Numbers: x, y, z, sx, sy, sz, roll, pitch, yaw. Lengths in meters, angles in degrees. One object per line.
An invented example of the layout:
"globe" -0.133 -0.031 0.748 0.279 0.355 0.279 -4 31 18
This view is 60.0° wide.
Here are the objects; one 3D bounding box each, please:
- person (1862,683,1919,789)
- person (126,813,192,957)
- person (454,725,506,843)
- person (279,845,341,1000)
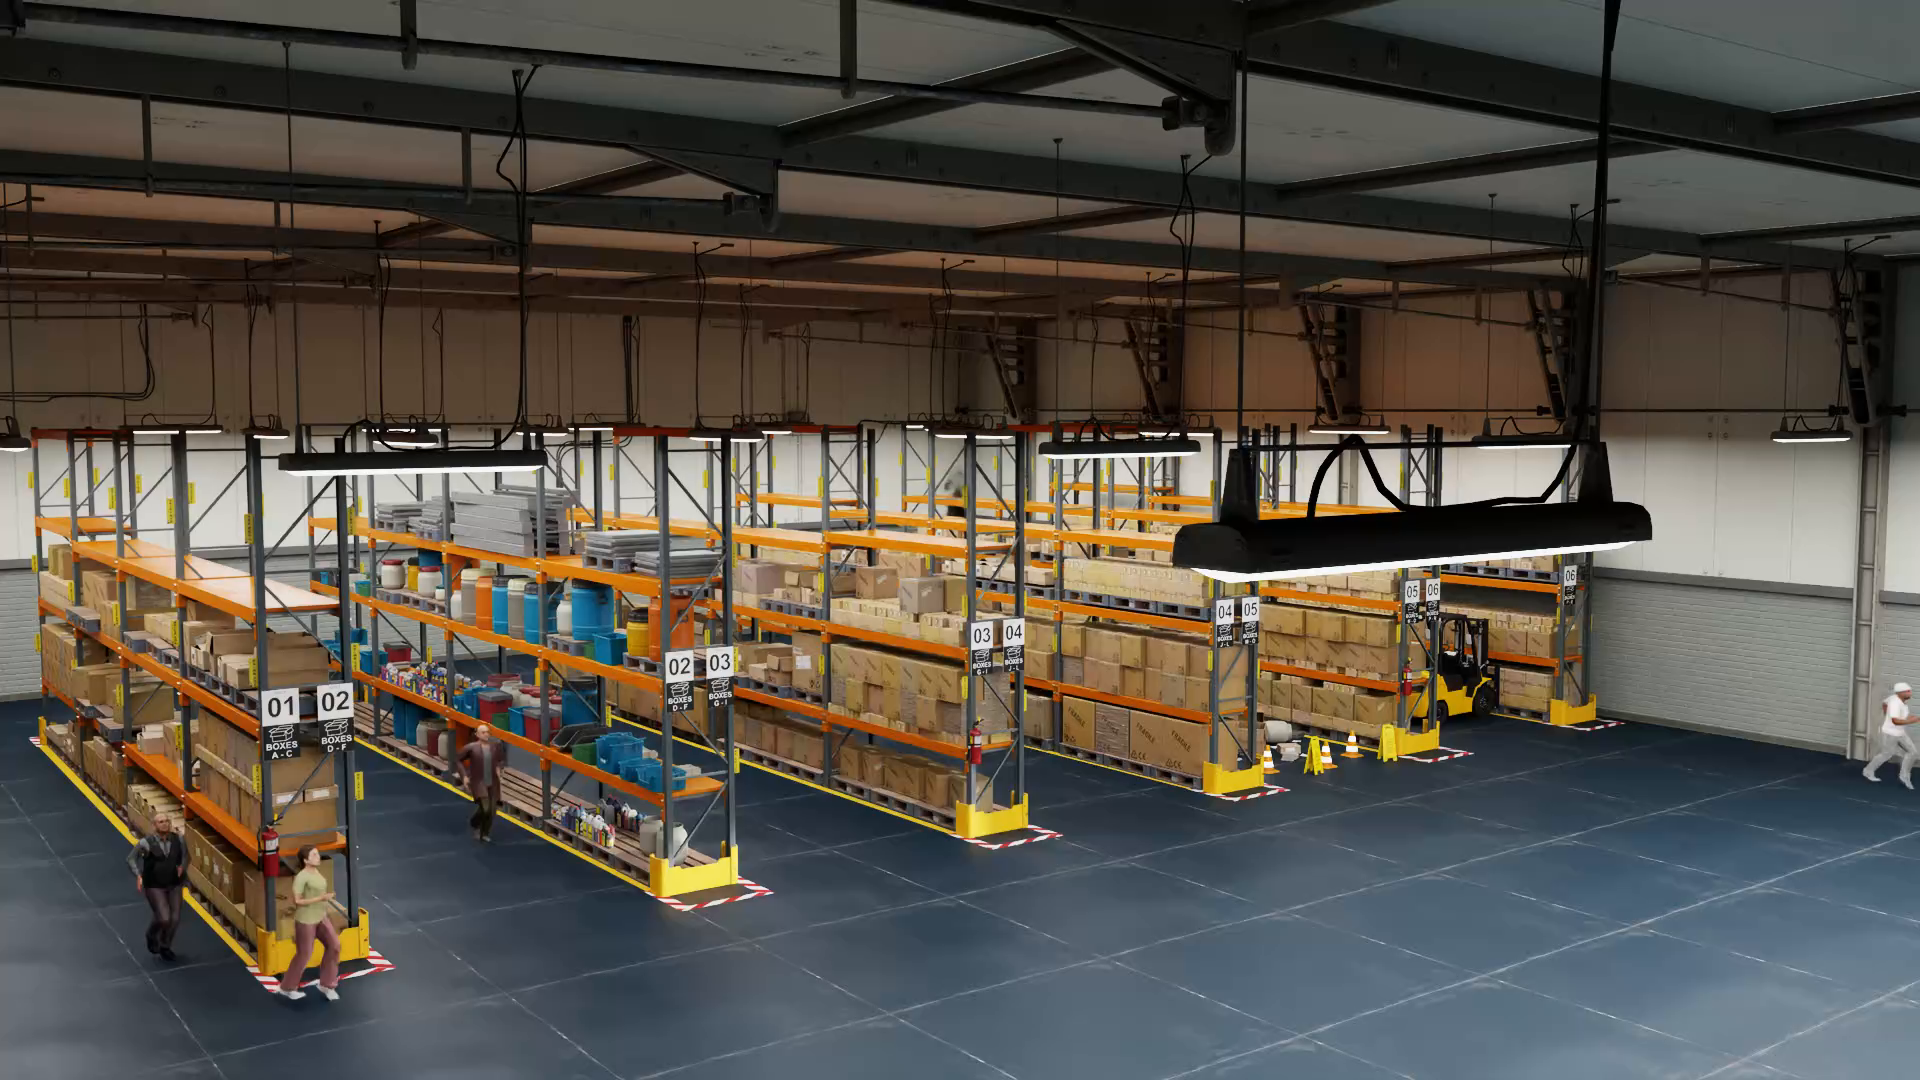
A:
"person" 15.645 3.270 27.907 0.848 1.802 0.727 4 6 40
"person" -9.131 3.984 19.093 0.591 1.678 0.644 4 6 44
"person" -6.895 3.559 24.159 0.692 1.742 0.656 -4 6 -40
"person" -6.953 4.114 17.746 0.648 1.752 0.571 1 5 7
